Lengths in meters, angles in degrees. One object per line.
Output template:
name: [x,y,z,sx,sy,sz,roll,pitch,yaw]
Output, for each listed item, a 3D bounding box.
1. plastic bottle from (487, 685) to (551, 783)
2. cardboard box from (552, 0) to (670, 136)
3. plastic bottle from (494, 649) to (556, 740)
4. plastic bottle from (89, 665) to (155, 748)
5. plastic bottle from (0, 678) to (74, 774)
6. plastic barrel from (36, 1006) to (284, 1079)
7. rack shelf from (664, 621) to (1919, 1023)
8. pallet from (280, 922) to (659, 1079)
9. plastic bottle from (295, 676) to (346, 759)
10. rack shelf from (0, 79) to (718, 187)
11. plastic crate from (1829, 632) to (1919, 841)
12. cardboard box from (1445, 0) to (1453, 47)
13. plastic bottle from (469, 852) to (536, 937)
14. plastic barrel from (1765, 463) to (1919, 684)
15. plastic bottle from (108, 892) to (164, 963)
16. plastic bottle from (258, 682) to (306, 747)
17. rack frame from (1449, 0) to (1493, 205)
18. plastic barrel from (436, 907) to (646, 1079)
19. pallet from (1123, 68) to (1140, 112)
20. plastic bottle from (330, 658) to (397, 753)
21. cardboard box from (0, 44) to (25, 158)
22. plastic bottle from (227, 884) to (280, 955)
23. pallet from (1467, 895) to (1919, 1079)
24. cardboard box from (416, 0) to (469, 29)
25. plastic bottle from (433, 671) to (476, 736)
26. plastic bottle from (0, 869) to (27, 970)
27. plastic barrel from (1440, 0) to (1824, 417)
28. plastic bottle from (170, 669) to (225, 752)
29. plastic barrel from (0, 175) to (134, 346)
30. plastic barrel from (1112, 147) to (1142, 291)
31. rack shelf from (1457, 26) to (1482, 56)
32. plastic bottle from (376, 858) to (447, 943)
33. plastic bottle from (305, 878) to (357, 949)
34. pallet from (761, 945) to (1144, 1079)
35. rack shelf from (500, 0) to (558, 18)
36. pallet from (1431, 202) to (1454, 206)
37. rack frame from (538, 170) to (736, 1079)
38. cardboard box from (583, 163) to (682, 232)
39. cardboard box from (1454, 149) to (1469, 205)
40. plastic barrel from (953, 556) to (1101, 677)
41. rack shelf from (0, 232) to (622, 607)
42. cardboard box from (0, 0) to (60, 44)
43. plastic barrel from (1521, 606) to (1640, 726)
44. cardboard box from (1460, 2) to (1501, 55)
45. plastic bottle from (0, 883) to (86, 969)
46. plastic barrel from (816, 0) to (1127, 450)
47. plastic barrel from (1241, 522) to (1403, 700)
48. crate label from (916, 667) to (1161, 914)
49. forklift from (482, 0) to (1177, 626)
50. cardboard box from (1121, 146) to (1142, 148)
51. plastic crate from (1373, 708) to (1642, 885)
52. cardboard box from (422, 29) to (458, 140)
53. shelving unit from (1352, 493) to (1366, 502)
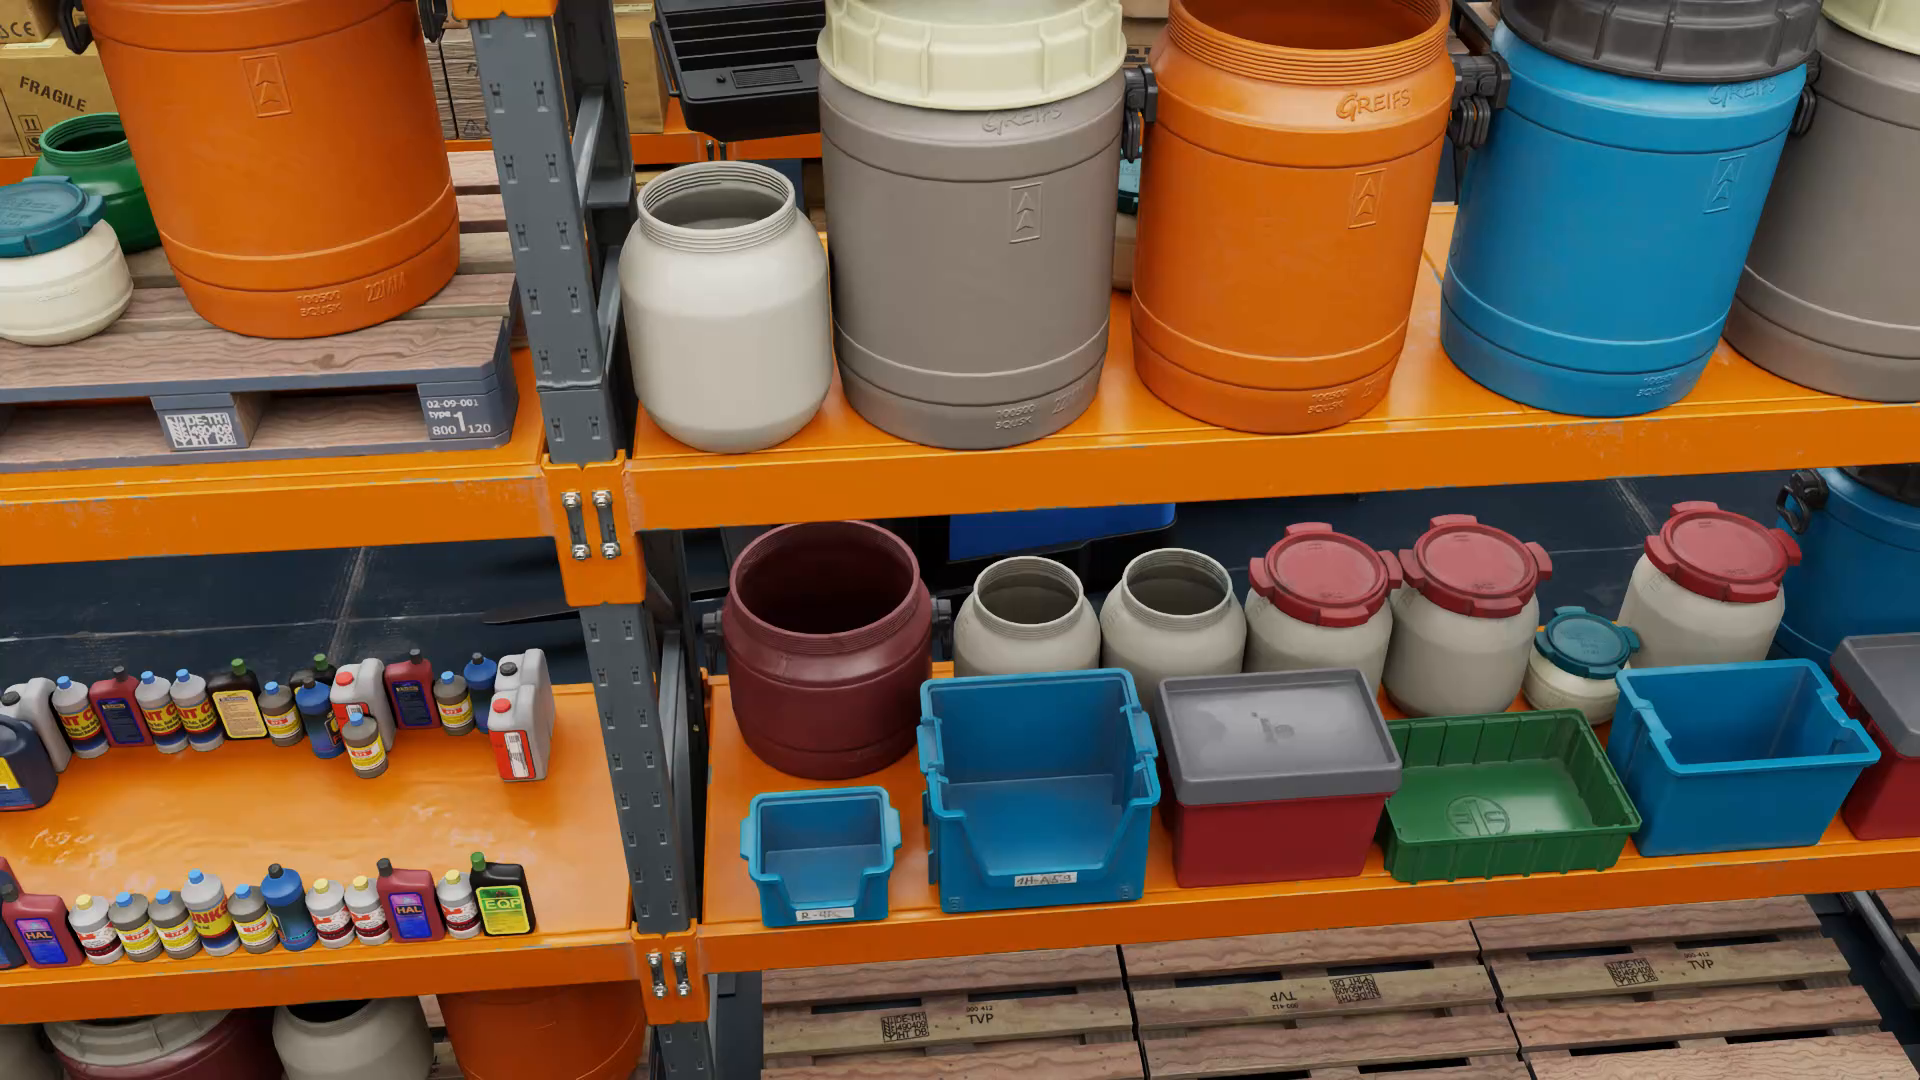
plastic bottle: [-1.261,0.541,4.742,0.135,0.276,0.152,-3,38,-4]
cardboard box: [-1.723,-2.341,8.214,0.500,0.500,0.500,-2,38,-3]
plastic bottle: [-1.274,0.448,4.861,0.135,0.276,0.152,-3,38,-4]
plastic bottle: [-2.429,0.480,4.814,0.133,0.283,0.061,-3,38,-4]
plastic bottle: [-2.656,0.524,4.765,0.135,0.276,0.152,-3,38,-4]
plastic barrel: [-2.425,1.456,5.091,0.708,0.588,0.600,-3,38,-4]
rack shelf: [1.178,0.747,4.962,4.000,0.370,1.077,-3,38,-4]
pallet: [-1.596,1.738,5.377,1.213,0.211,1.003,-3,38,-4]
plastic bottle: [-1.848,0.502,4.796,0.097,0.271,0.097,0,38,0]
rack shelf: [-3.245,-2.089,8.557,4.000,0.370,1.077,-3,38,-4]
plastic crate: [2.714,0.545,4.586,0.583,0.464,0.402,-3,38,-4]
cardboard box: [1.927,-3.144,8.490,1.000,1.000,1.000,-3,38,-4]
plastic bottle: [-1.180,0.906,4.275,0.133,0.283,0.061,-3,38,-4]
plastic barrel: [2.758,-0.007,4.933,0.708,0.901,0.600,-3,38,-4]
plastic bottle: [-2.108,0.978,4.250,0.097,0.201,0.097,0,38,0]
plastic bottle: [-1.986,0.499,4.856,0.097,0.201,0.097,0,38,0]
rack frame: [2.731,-2.701,8.751,0.127,3.000,1.000,-3,38,-4]
plastic barrel: [-1.300,1.299,5.095,0.708,0.830,0.600,-3,38,-4]
pallet: [0.715,-2.540,8.702,1.213,0.211,1.003,-3,38,-4]
plastic bottle: [-1.735,0.473,4.829,0.135,0.276,0.152,-3,38,-4]
cardboard box: [-4.757,-2.172,8.001,0.500,0.500,0.500,-3,38,-4]
plastic bottle: [-1.817,0.962,4.270,0.097,0.201,0.097,0,38,0]
pallet: [2.391,1.517,5.657,1.213,0.211,1.003,-3,38,-4]
cardboard box: [-2.632,-2.850,8.050,0.637,0.503,0.797,-2,38,-3]
plastic bottle: [-1.489,0.472,4.891,0.097,0.201,0.097,0,38,0]
plastic bottle: [-2.480,0.925,4.196,0.185,0.351,0.144,-3,38,-4]
plastic barrel: [1.379,-0.786,3.498,0.708,0.901,0.600,-3,38,-4]
plastic bottle: [-2.216,0.484,4.819,0.097,0.271,0.097,0,38,0]
plastic barrel: [-1.870,-0.564,3.395,0.301,0.262,0.301,0,38,0]
plastic barrel: [0.431,-0.763,3.985,0.301,0.262,0.301,0,38,0]
rack shelf: [4.723,-2.528,9.113,4.000,0.370,1.077,-3,38,-4]
plastic bottle: [-1.410,0.918,4.259,0.133,0.283,0.061,-3,38,-4]
plastic bottle: [-1.623,0.951,4.283,0.097,0.201,0.097,0,38,0]
pallet: [-0.040,1.651,5.488,1.213,0.211,1.003,-3,38,-4]
rack shelf: [1.178,-1.451,3.228,4.000,0.370,1.077,-3,38,-4]
pallet: [3.397,-1.665,9.690,1.213,0.211,1.003,-3,38,-4]
rack frame: [-0.815,0.575,4.600,0.127,3.000,1.000,-3,38,-4]
cardboard box: [-1.943,-1.787,8.970,0.875,0.875,1.225,-5,39,-6]
cardboard box: [3.133,-1.882,9.392,0.500,0.500,0.500,-4,38,-5]
plastic barrel: [0.191,0.342,4.804,0.421,0.512,0.421,0,38,0]
rack shelf: [-2.807,-0.211,3.755,4.000,0.370,1.077,-3,38,-4]
cardboard box: [-4.602,-2.735,7.904,0.637,0.503,0.797,-4,38,-5]
plastic barrel: [1.838,0.387,4.949,0.301,0.262,0.301,0,38,0]
cardboard box: [2.919,-2.795,9.074,0.250,0.149,0.380,-3,38,-4]
plastic bottle: [-2.318,0.968,4.195,0.133,0.283,0.061,-3,38,-4]
plastic barrel: [0.023,-0.711,3.403,0.600,0.901,0.600,0,38,0]
plastic barrel: [1.036,0.283,4.860,0.433,0.535,0.433,0,38,0]
crate label: [0.199,0.673,4.447,0.616,0.435,0.502,-3,38,-4]
forklift: [-0.609,-1.056,6.722,3.031,2.935,1.130,-9,39,-11]
cardboard box: [1.083,-1.826,9.306,0.500,0.500,0.700,-6,39,-8]
plastic crate: [1.460,0.708,4.602,0.662,0.188,0.450,-3,38,-4]
cardboard box: [-2.737,-2.286,8.146,0.500,0.500,0.500,-4,38,-5]
shelving unit: [1.373,-0.847,7.613,1.048,1.500,0.538,-9,39,-11]
